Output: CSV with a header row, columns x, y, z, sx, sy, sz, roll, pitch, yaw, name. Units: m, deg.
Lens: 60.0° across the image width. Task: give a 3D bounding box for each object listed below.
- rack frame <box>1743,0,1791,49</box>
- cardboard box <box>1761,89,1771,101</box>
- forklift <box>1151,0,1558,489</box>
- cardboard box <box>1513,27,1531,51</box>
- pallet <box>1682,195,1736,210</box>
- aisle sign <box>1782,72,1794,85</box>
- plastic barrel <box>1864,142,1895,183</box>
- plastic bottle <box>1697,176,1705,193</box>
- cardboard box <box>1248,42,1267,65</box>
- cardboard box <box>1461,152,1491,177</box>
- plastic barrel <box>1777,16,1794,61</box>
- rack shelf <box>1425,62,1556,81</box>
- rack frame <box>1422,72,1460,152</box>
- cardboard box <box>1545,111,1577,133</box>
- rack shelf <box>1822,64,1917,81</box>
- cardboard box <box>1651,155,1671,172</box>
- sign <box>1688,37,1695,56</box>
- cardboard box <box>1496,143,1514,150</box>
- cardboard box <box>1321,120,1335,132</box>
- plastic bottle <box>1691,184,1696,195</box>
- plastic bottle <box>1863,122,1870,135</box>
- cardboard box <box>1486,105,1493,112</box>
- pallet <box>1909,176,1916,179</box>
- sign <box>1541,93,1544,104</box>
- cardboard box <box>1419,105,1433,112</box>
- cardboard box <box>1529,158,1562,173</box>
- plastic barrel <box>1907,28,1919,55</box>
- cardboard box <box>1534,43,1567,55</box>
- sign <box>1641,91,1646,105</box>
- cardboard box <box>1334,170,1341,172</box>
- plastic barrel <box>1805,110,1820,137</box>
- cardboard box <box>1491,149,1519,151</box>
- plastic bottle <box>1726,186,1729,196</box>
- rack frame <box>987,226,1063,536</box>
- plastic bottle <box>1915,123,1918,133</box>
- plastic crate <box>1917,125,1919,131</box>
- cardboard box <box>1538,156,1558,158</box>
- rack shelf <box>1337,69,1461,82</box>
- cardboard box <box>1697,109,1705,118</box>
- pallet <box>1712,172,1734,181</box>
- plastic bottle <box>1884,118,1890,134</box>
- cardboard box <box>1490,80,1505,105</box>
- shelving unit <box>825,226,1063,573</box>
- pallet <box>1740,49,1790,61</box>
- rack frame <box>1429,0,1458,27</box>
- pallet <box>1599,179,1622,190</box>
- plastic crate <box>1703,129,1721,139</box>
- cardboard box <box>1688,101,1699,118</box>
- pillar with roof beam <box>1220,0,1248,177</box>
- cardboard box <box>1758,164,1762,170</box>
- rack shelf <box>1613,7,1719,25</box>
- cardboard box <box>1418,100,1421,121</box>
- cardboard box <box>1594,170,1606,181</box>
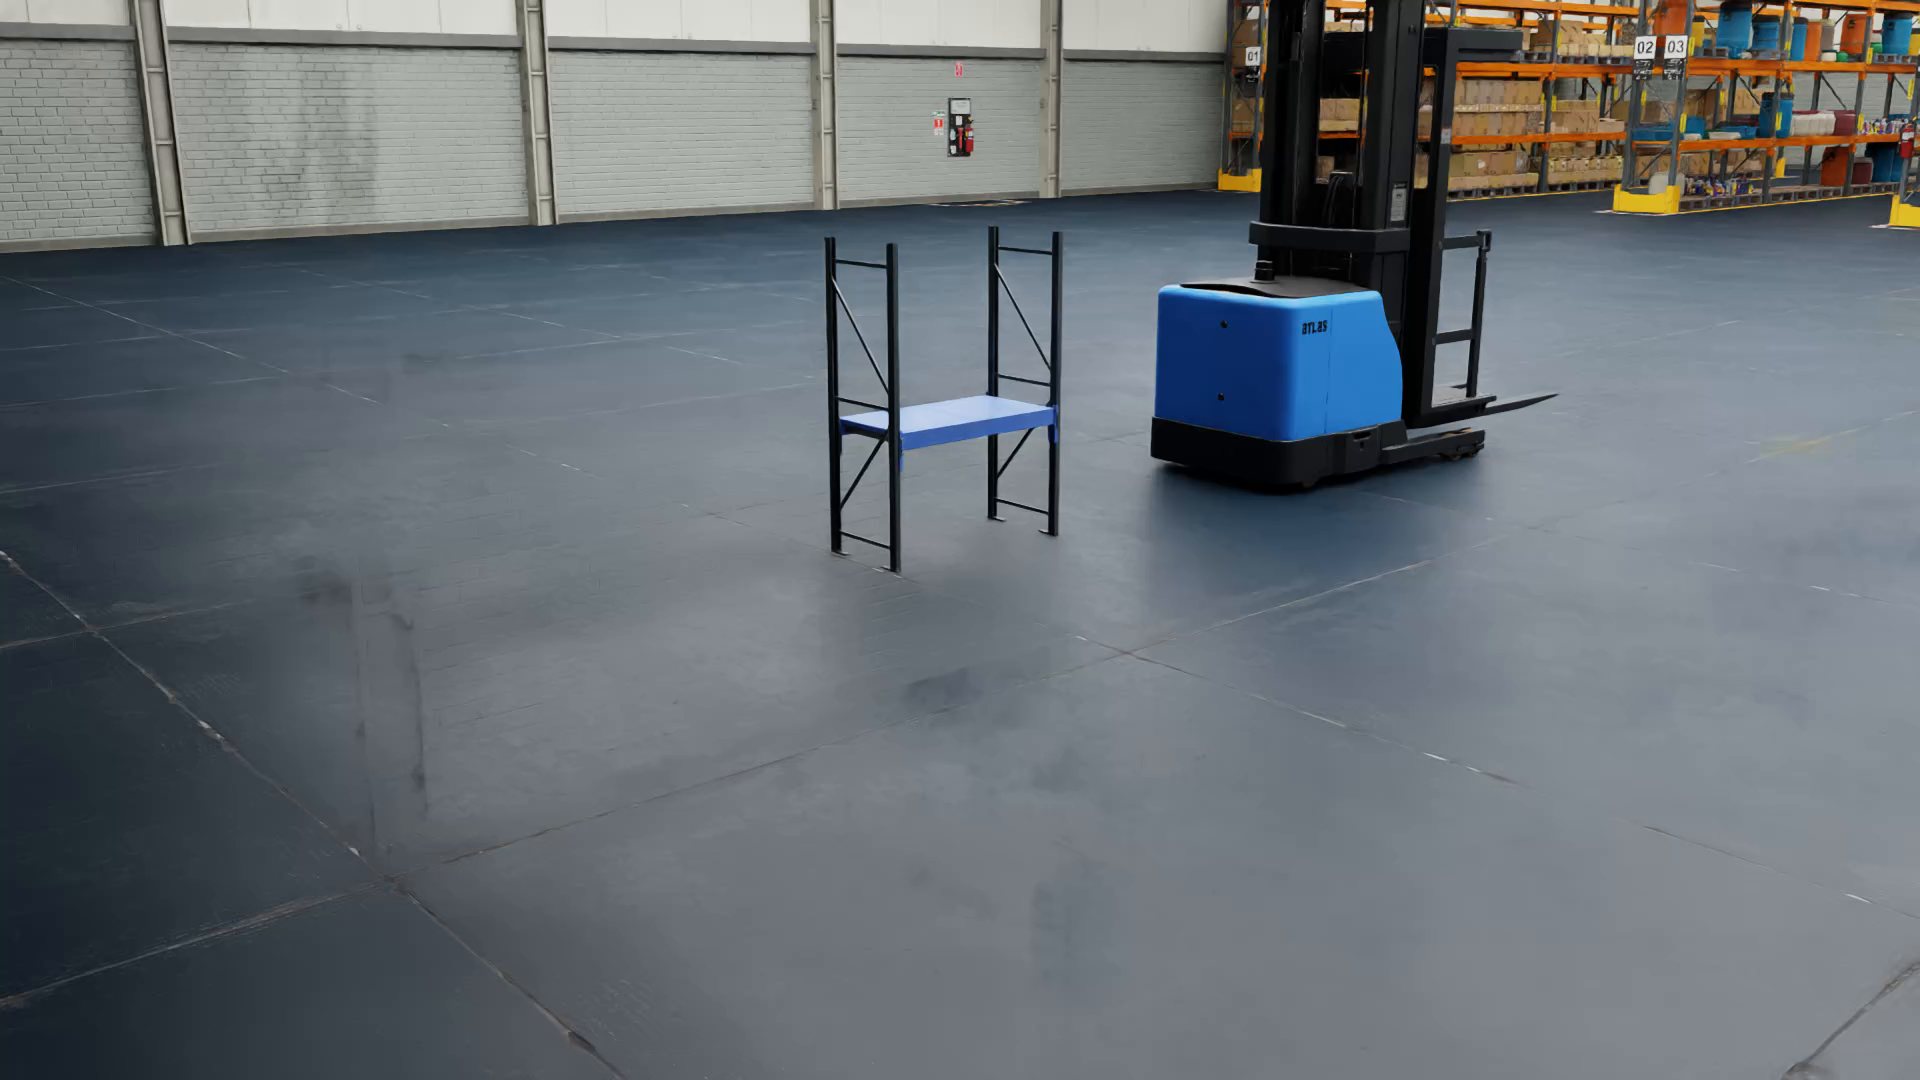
x,y,z,sx,sy,sz,roll,pitch,yaw,name
16.028,-11.254,32.946,0.127,3.000,1.000,-13,19,-39,rack frame
20.908,-11.582,43.665,0.500,0.500,0.500,-12,19,-38,cardboard box
2.587,-1.991,10.024,3.031,2.935,1.130,-12,19,-38,forklift
12.226,-11.055,36.733,0.500,0.500,0.500,-11,18,-35,cardboard box
14.573,-6.695,32.907,1.213,0.211,1.003,-13,19,-39,pallet
22.084,-12.562,44.428,0.004,0.787,0.394,-13,19,-39,aisle sign
21.107,-8.692,38.229,0.708,0.901,0.600,-13,19,-39,plastic barrel
15.004,-7.201,33.676,0.185,0.351,0.144,-14,20,-42,plastic bottle
6.923,-11.122,38.031,0.500,0.500,0.500,-12,19,-38,cardboard box
11.057,-8.100,35.823,0.500,0.500,0.500,-13,19,-39,cardboard box
16.762,-10.287,34.164,0.600,0.901,0.600,0,15,0,plastic barrel
11.270,-10.084,35.770,4.000,0.370,1.077,-13,19,-39,rack shelf
12.542,-10.962,43.478,0.127,3.000,1.000,-13,19,-39,rack frame
13.766,-9.585,38.129,0.500,0.500,0.500,-11,18,-35,cardboard box
20.554,-10.474,37.231,4.000,0.370,1.077,-13,19,-39,rack shelf
17.100,-9.199,40.866,0.500,0.500,0.500,-13,20,-40,cardboard box
13.368,-9.024,30.392,0.005,0.325,0.100,-13,19,-39,sign
14.486,-10.518,45.165,0.750,0.750,0.750,-12,19,-38,cardboard box
8.615,-9.912,39.796,0.500,0.250,0.500,-13,20,-40,cardboard box
14.655,-7.009,33.248,0.097,0.201,0.097,0,15,0,plastic bottle
19.933,-9.062,36.605,0.135,0.276,0.152,-13,19,-39,plastic bottle
11.169,-9.248,35.610,0.250,0.149,0.380,-13,20,-40,cardboard box
23.513,-8.704,40.426,1.213,0.211,1.003,-13,19,-39,pallet
15.923,-12.057,45.486,0.005,0.325,0.100,-13,19,-39,sign
9.925,-9.107,35.081,0.250,0.149,0.380,-13,20,-40,cardboard box
13.254,-8.488,37.642,0.500,0.311,0.500,-13,19,-39,cardboard box
21.507,-11.260,37.602,0.600,0.588,0.600,0,15,0,plastic barrel
13.250,-11.003,37.295,0.500,0.250,0.500,-10,18,-34,cardboard box
16.163,-10.450,39.318,0.005,0.325,0.100,-13,19,-39,sign
9.140,-9.032,40.889,0.380,0.166,0.250,13,20,40,cardboard box
17.773,-8.739,34.889,0.433,0.535,0.433,0,15,0,plastic barrel
12.224,-8.540,37.471,0.500,0.500,0.500,-13,19,-39,cardboard box
15.146,-6.912,32.885,0.097,0.201,0.097,0,15,0,plastic bottle
0.319,-0.796,8.325,0.032,1.500,0.500,-13,19,-39,rack frame
21.978,-9.522,38.324,0.135,0.276,0.152,-13,19,-39,plastic bottle
22.508,-9.664,39.011,0.243,0.136,0.396,-13,19,-39,plastic crate
13.663,-8.764,38.676,0.500,0.311,0.500,-13,20,-40,cardboard box
11.033,-11.725,41.915,4.000,0.370,1.077,-13,19,-39,rack shelf
19.023,-10.859,42.898,0.500,0.500,0.500,-12,19,-38,cardboard box
19.333,-9.445,43.201,1.213,0.211,1.003,-13,19,-39,pallet
20.753,-9.281,37.280,0.185,0.351,0.144,-13,19,-39,plastic bottle
11.313,-9.665,35.912,0.500,0.500,0.700,-13,19,-39,cardboard box
-0.064,-0.710,8.002,1.048,1.500,0.538,-13,19,-39,shelving unit
15.548,-9.573,32.829,1.003,0.211,1.213,-13,19,-39,pallet
9.761,-11.542,34.022,0.127,3.000,1.000,-13,19,-39,rack frame
15.150,-8.520,39.736,1.213,0.211,1.003,-13,19,-39,pallet
14.818,-8.079,33.093,0.662,0.188,0.450,-13,19,-39,plastic crate
18.310,-10.891,42.202,0.700,0.500,0.500,8,17,28,cardboard box
9.293,-11.954,35.567,0.400,9.000,9.100,-13,19,-39,pillar with roof beam
21.218,-10.006,44.537,0.250,0.166,0.380,-13,19,-39,cardboard box
17.305,-12.695,40.508,4.000,0.370,1.077,-13,19,-39,rack shelf
11.269,-10.926,42.296,0.500,0.500,0.700,-13,19,-39,cardboard box
14.792,-8.564,39.013,0.500,0.250,0.500,-12,19,-38,cardboard box
